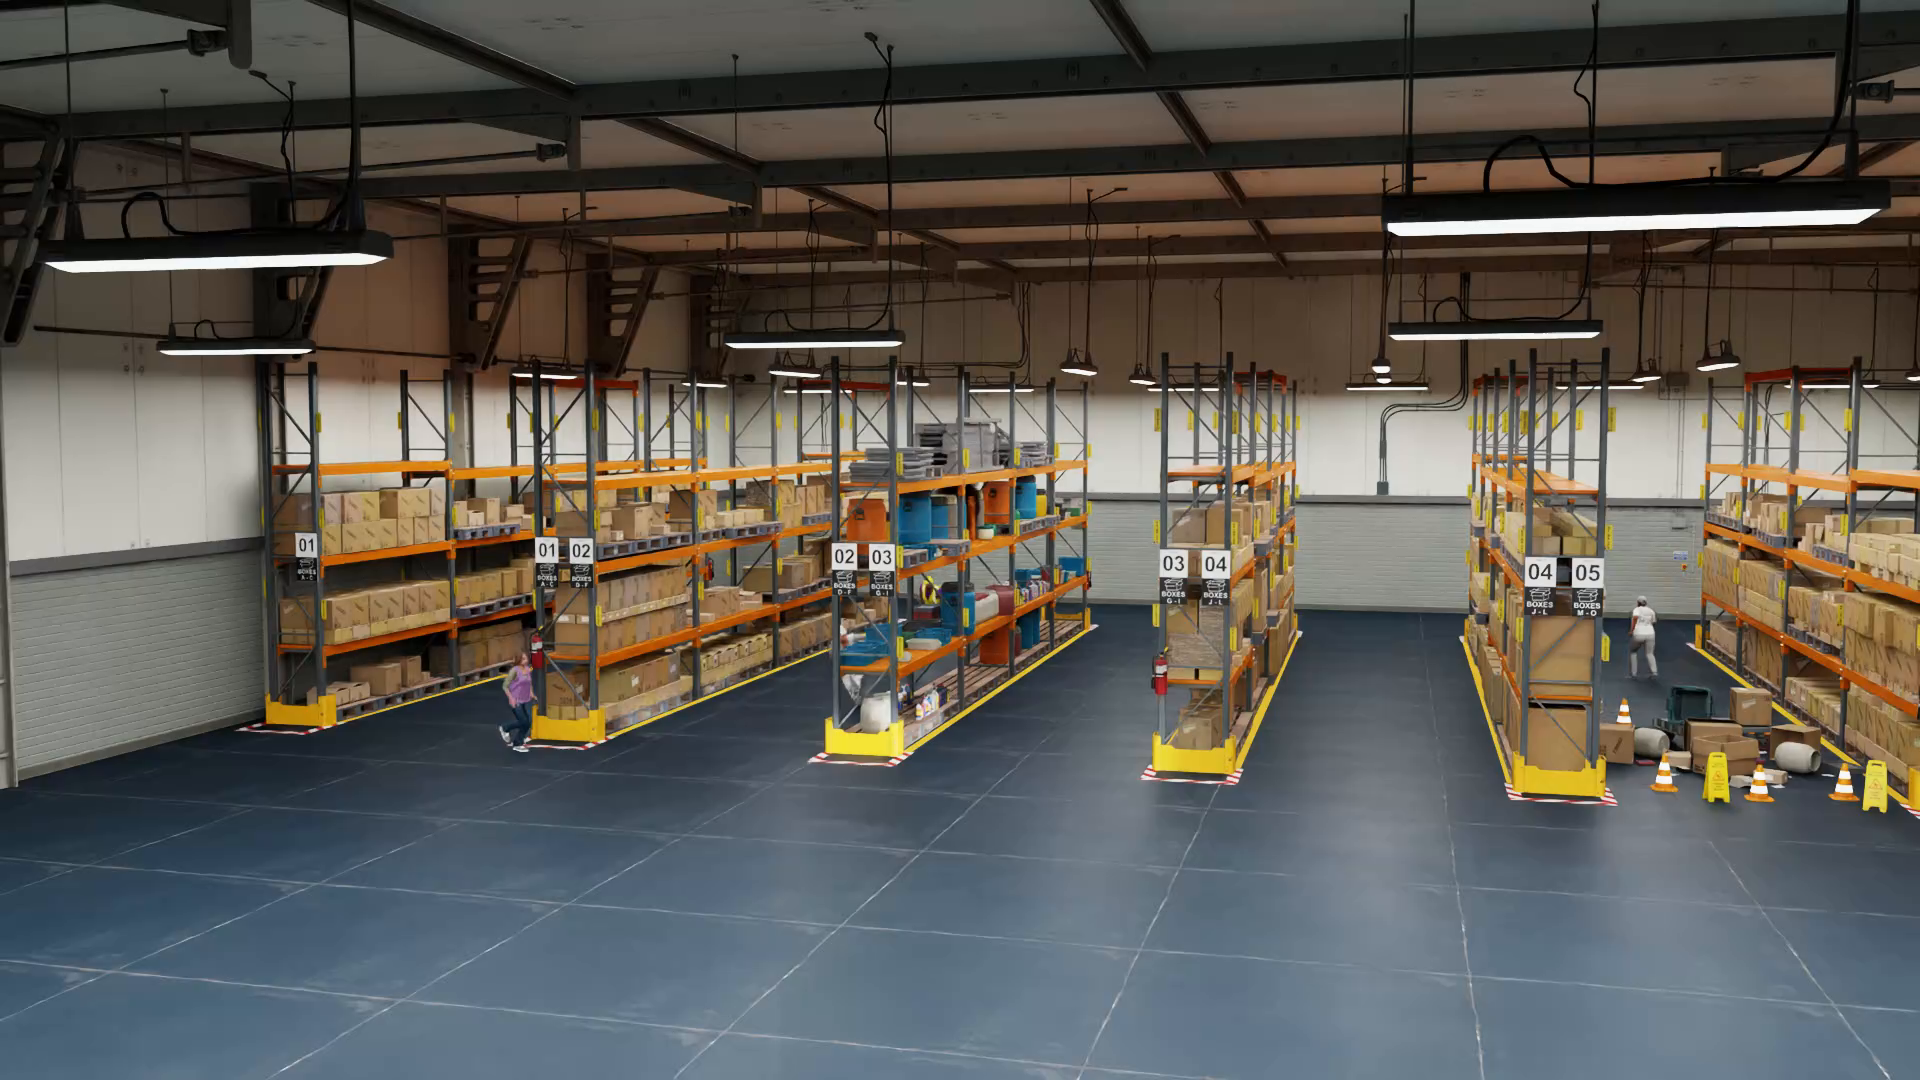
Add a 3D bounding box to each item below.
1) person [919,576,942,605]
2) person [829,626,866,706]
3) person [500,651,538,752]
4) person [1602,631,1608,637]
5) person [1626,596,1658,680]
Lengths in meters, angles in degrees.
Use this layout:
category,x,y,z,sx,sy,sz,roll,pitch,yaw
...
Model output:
category,x,y,z,sx,sy,sz,roll,pitch,yaw
person,-0.592,1.572,37.571,0.720,1.580,1.133,2,4,20
person,-1.924,2.203,29.054,0.683,1.474,0.999,1,4,8
person,-6.730,2.459,25.307,0.574,1.546,0.524,3,5,34
person,13.917,1.547,36.726,0.681,1.739,0.882,-2,5,-28
person,13.263,1.917,32.272,0.608,1.656,0.925,0,4,-1
